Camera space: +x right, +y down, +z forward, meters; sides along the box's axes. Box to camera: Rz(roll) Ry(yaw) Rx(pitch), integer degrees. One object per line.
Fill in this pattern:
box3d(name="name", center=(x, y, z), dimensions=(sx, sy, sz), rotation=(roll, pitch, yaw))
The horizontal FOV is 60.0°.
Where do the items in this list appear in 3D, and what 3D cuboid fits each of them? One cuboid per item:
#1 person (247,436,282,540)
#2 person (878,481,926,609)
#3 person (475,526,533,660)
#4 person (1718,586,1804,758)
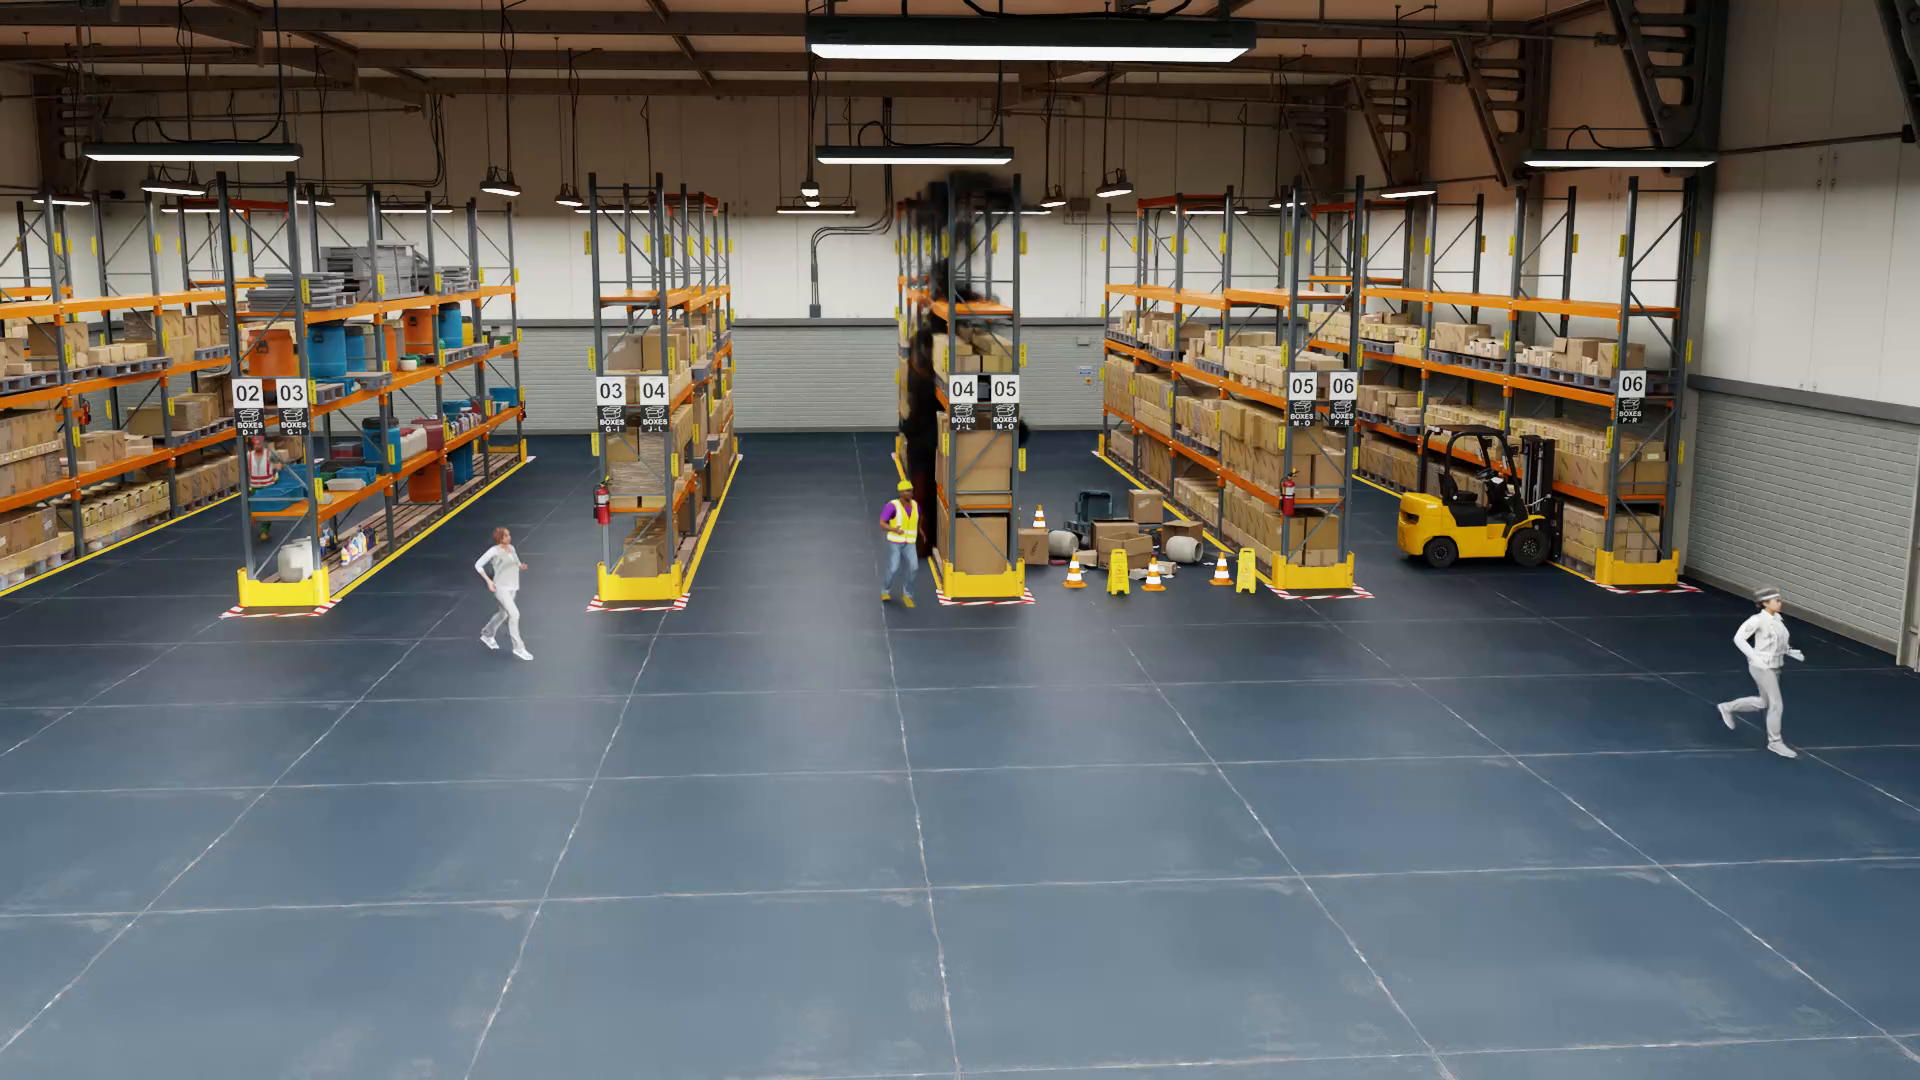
box3d(name="person", center=(-12.094, -0.936, 28.836), dimensions=(0.634, 1.777, 0.984), rotation=(-2, 10, -10))
box3d(name="person", center=(-0.793, 0.053, 23.433), dimensions=(0.759, 1.788, 0.696), rotation=(-5, 11, -25))
box3d(name="person", center=(-5.603, 0.632, 20.420), dimensions=(0.819, 1.620, 0.521), rotation=(4, 11, 20))
box3d(name="person", center=(8.043, 1.283, 16.680), dimensions=(0.618, 1.696, 0.822), rotation=(-8, 13, -40))
